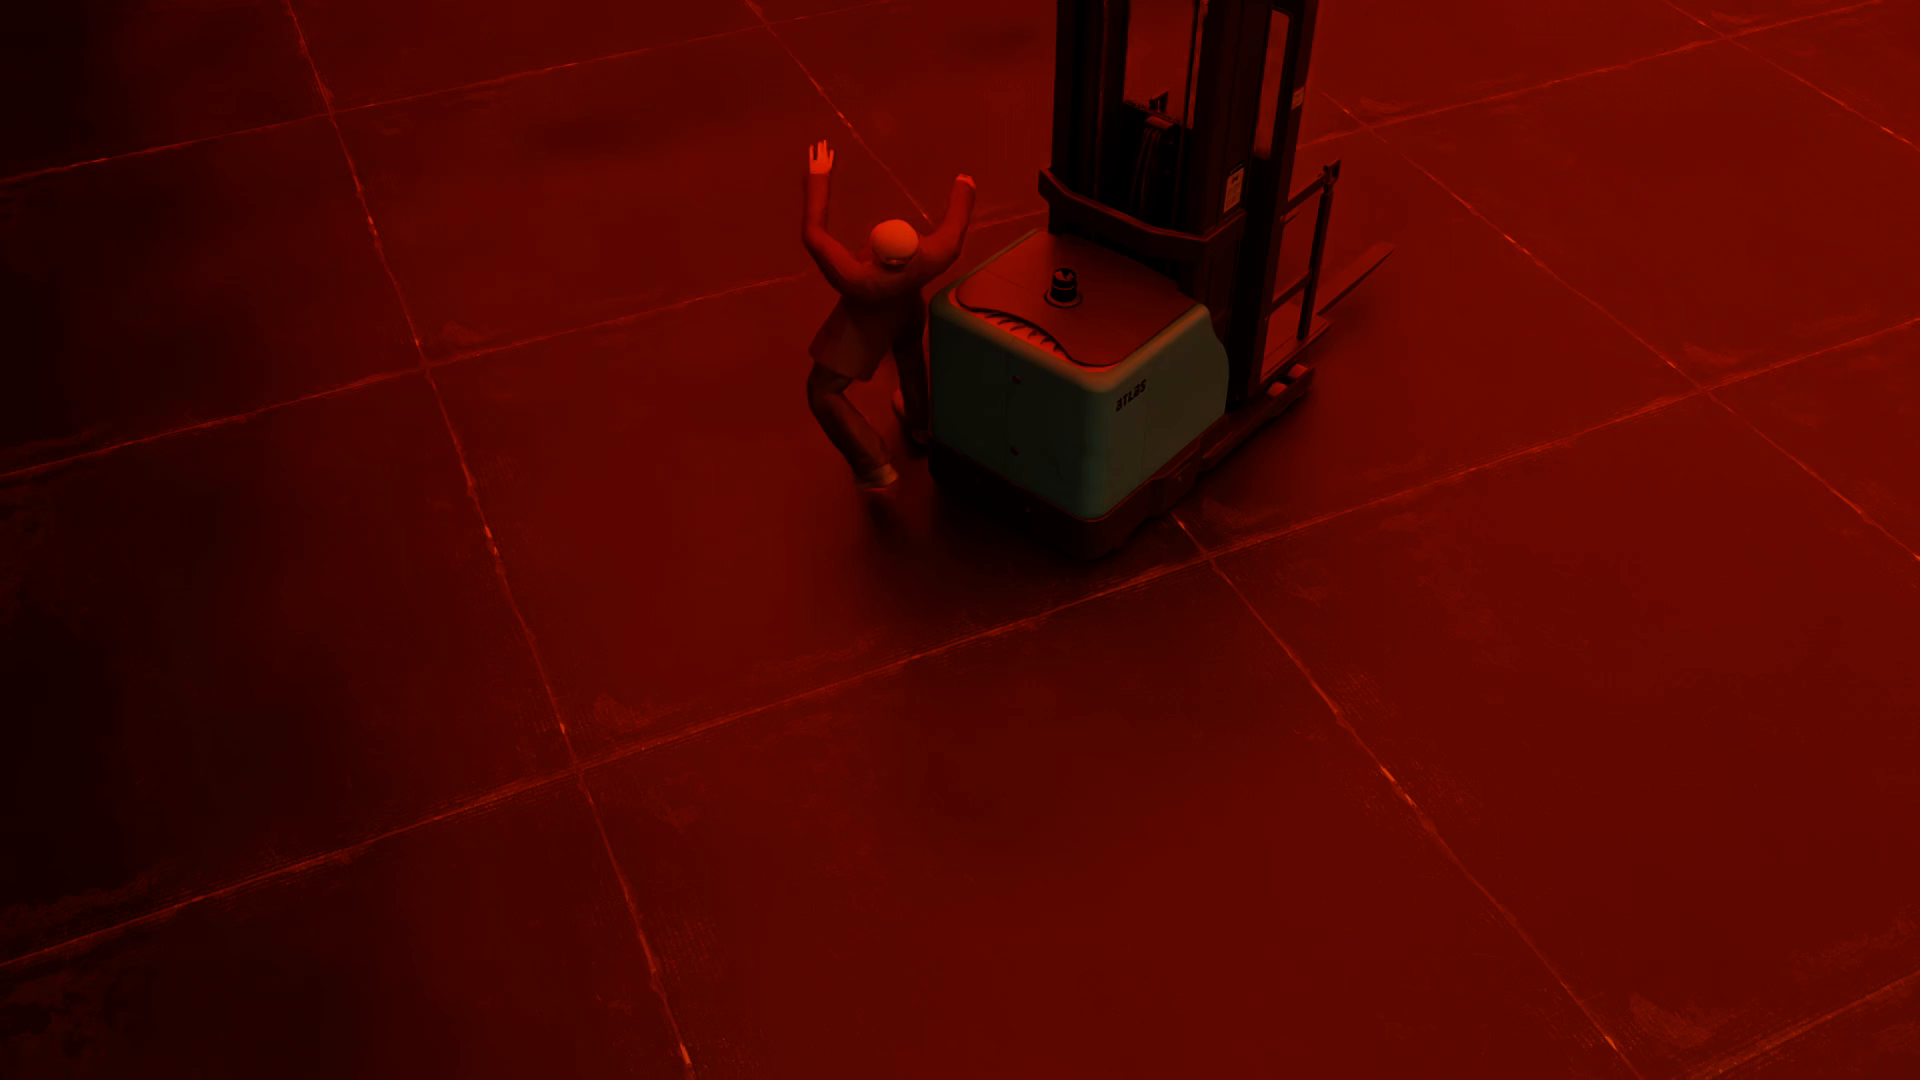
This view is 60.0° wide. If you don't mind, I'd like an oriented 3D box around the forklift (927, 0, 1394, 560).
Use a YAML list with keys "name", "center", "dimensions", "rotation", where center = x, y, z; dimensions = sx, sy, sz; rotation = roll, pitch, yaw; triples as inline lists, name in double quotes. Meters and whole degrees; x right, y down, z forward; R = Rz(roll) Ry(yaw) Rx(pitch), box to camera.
- name: "forklift"
  center: [1.183, -1.916, 7.733]
  dimensions: [1.130, 2.935, 3.031]
  rotation: [30, 51, 28]

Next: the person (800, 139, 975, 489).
- name: "person"
  center: [-0.244, -1.126, 7.848]
  dimensions: [0.754, 1.583, 1.129]
  rotation: [33, 52, 30]
